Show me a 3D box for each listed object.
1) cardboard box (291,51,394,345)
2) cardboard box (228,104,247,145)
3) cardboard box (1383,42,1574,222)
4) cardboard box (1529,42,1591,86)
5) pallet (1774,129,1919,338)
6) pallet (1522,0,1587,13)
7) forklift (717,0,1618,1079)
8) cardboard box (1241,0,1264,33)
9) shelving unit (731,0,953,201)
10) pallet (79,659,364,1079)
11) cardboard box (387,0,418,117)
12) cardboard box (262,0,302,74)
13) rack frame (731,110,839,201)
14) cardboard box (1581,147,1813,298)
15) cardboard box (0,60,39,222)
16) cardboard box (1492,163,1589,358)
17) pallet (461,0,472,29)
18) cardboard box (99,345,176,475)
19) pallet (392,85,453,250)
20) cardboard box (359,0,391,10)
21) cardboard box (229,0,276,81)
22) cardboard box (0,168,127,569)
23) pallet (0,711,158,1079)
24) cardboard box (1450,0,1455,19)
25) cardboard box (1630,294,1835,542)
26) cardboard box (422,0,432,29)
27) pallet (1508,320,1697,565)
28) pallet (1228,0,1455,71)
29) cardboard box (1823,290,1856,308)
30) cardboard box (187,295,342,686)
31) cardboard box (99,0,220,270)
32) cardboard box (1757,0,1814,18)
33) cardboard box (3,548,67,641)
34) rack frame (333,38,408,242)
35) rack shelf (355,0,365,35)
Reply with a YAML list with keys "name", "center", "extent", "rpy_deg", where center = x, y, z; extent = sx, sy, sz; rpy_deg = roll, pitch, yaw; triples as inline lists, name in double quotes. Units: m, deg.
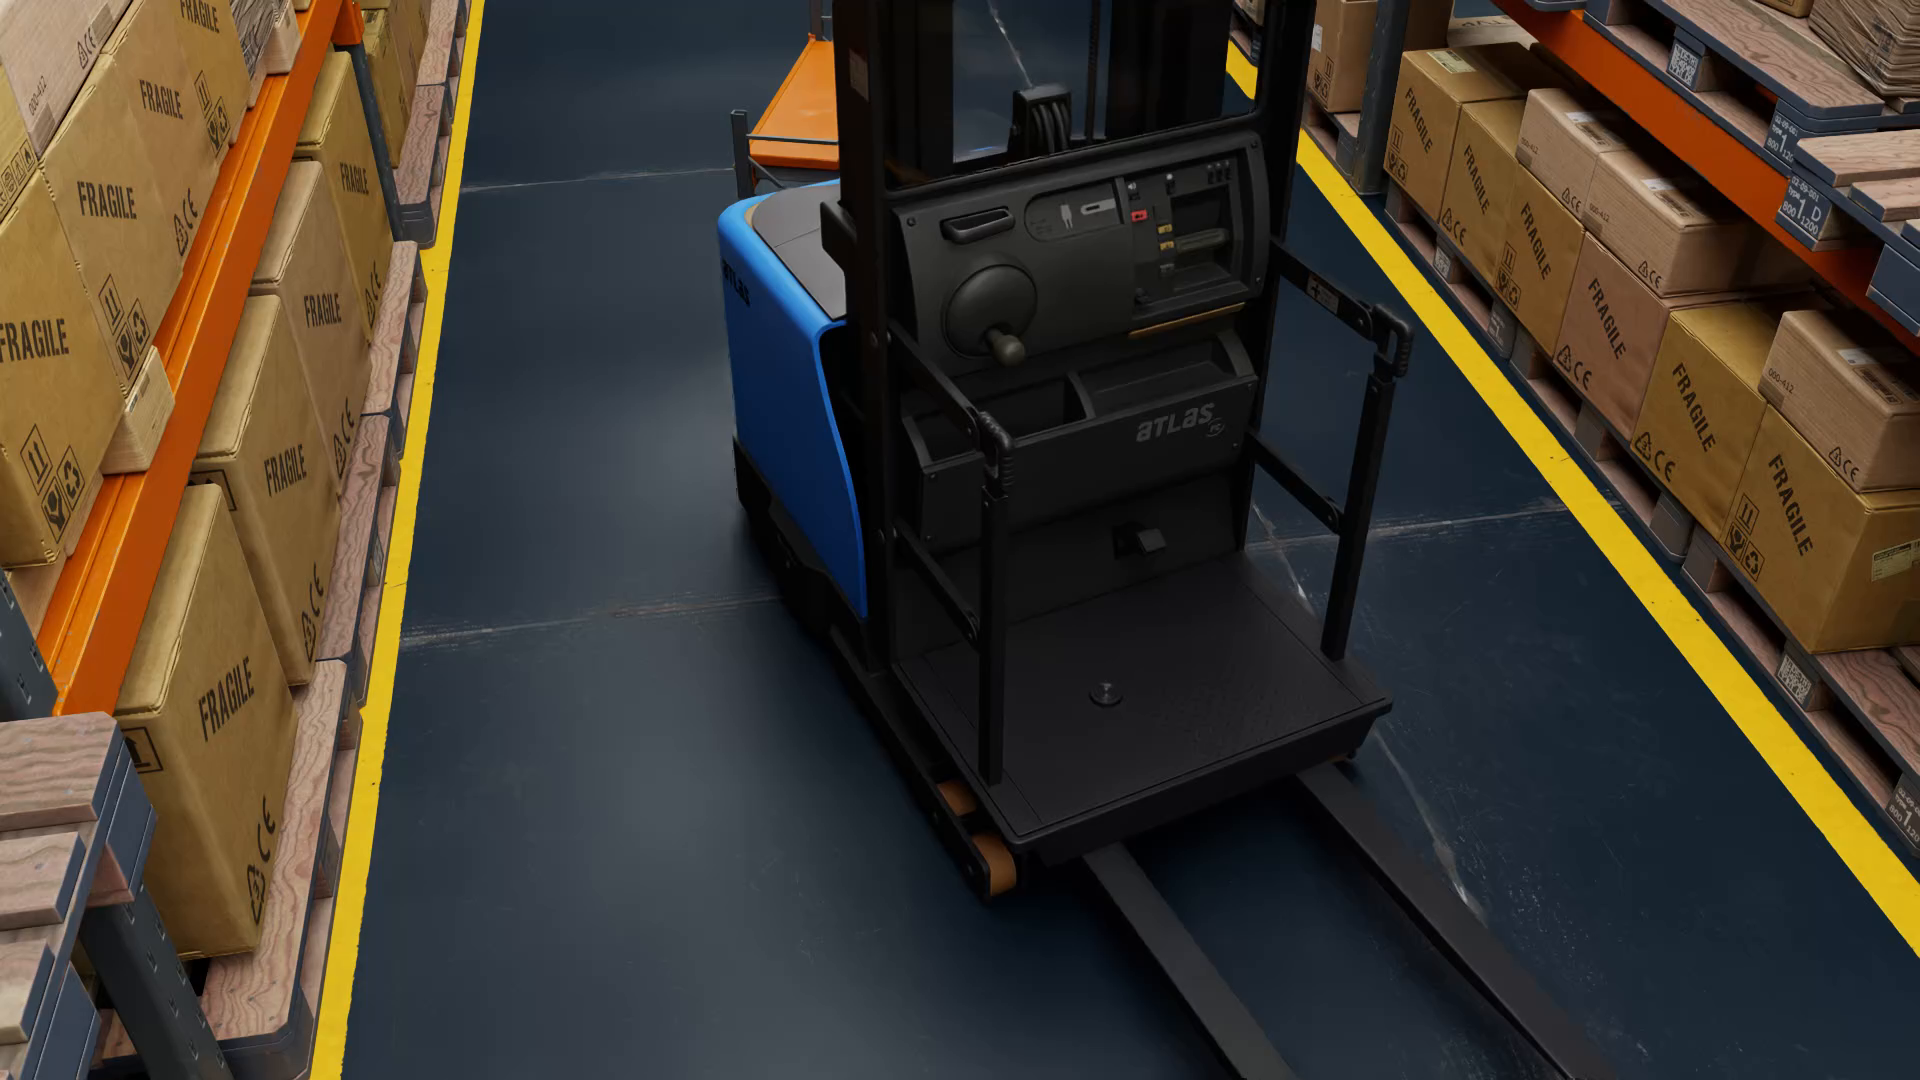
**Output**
- name: "cardboard box"
  center: [-2.438, -1.150, 5.695]
  extent: [0.750, 0.750, 0.750]
  rpy_deg: [-6, 38, -7]
- name: "cardboard box"
  center: [-2.163, -1.174, 4.505]
  extent: [0.380, 0.149, 0.250]
  rpy_deg: [-7, 38, -9]
- name: "cardboard box"
  center: [2.041, -1.615, 6.562]
  extent: [0.500, 0.500, 0.500]
  rpy_deg: [-8, 39, -10]
- name: "cardboard box"
  center: [2.565, -1.666, 6.628]
  extent: [0.500, 0.500, 0.500]
  rpy_deg: [-6, 38, -8]
- name: "pallet"
  center: [2.709, -0.656, 3.806]
  extent: [1.213, 0.211, 1.003]
  rpy_deg: [-6, 38, -8]
- name: "pallet"
  center: [2.229, -2.176, 5.763]
  extent: [1.003, 0.211, 1.213]
  rpy_deg: [-6, 38, -8]
- name: "forklift"
  center: [0.396, -0.590, 3.620]
  extent: [1.130, 2.935, 3.031]
  rpy_deg: [-17, 41, -20]
- name: "cardboard box"
  center: [1.685, -2.625, 8.017]
  extent: [0.500, 0.311, 0.500]
  rpy_deg: [-6, 38, -8]
- name: "shelving unit"
  center: [-0.371, -1.154, 5.819]
  extent: [0.538, 1.125, 1.048]
  rpy_deg: [6, 38, 7]
- name: "pallet"
  center: [-2.043, 0.822, 4.020]
  extent: [1.003, 0.211, 1.213]
  rpy_deg: [-6, 38, -8]
- name: "cardboard box"
  center: [-2.795, -2.156, 7.276]
  extent: [0.700, 0.500, 0.500]
  rpy_deg: [-7, 38, -8]
- name: "cardboard box"
  center: [-2.169, -1.482, 4.901]
  extent: [0.380, 0.149, 0.250]
  rpy_deg: [-6, 38, -8]
- name: "rack frame"
  center: [-0.454, -0.847, 5.423]
  extent: [0.500, 1.125, 0.032]
  rpy_deg: [6, 38, 7]
- name: "cardboard box"
  center: [2.305, -1.004, 5.165]
  extent: [0.500, 0.250, 0.500]
  rpy_deg: [-7, 38, -9]
- name: "cardboard box"
  center: [-1.810, -0.576, 2.594]
  extent: [0.500, 0.250, 0.500]
  rpy_deg: [-5, 38, -7]
- name: "cardboard box"
  center: [2.226, -0.991, 5.759]
  extent: [0.500, 0.500, 0.500]
  rpy_deg: [-6, 38, -7]
- name: "pallet"
  center: [-3.164, -3.051, 9.006]
  extent: [1.003, 0.211, 1.213]
  rpy_deg: [-6, 38, -8]
- name: "cardboard box"
  center: [-1.807, -0.250, 3.316]
  extent: [0.380, 0.149, 0.250]
  rpy_deg: [-5, 38, -7]
- name: "pallet"
  center: [-2.736, -1.578, 7.109]
  extent: [1.003, 0.211, 1.213]
  rpy_deg: [-6, 38, -8]
- name: "cardboard box"
  center: [-2.591, -2.335, 6.977]
  extent: [0.380, 0.149, 0.250]
  rpy_deg: [-5, 38, -6]
- name: "cardboard box"
  center: [-2.172, -1.513, 4.412]
  extent: [0.500, 0.500, 0.500]
  rpy_deg: [-6, 38, -8]
- name: "cardboard box"
  center: [-1.812, -0.281, 2.826]
  extent: [0.500, 0.500, 0.500]
  rpy_deg: [-5, 38, -7]
- name: "pallet"
  center: [-1.749, 0.700, 2.061]
  extent: [1.213, 0.211, 1.003]
  rpy_deg: [-6, 38, -8]
- name: "cardboard box"
  center: [2.174, -2.599, 8.102]
  extent: [0.380, 0.166, 0.250]
  rpy_deg: [-6, 38, -8]
- name: "cardboard box"
  center: [2.412, -0.369, 4.959]
  extent: [0.500, 0.500, 0.500]
  rpy_deg: [-8, 38, -10]
- name: "cardboard box"
  center: [-2.984, -2.788, 8.089]
  extent: [0.700, 0.500, 0.500]
  rpy_deg: [-7, 38, -9]
- name: "pallet"
  center: [2.593, -0.419, 5.618]
  extent: [1.003, 0.211, 1.213]
  rpy_deg: [-6, 38, -8]
- name: "pallet"
  center: [1.859, -2.798, 8.680]
  extent: [1.003, 0.211, 1.213]
  rpy_deg: [-6, 38, -8]
- name: "cardboard box"
  center: [2.919, -0.442, 5.052]
  extent: [0.500, 0.500, 0.500]
  rpy_deg: [-7, 38, -9]
- name: "cardboard box"
  center: [-2.126, -0.100, 4.344]
  extent: [0.750, 0.750, 0.750]
  rpy_deg: [-6, 38, -8]
- name: "cardboard box"
  center: [-1.981, -0.898, 3.621]
  extent: [0.500, 0.500, 0.500]
  rpy_deg: [-6, 38, -8]
- name: "cardboard box"
  center: [2.567, -1.891, 4.815]
  extent: [0.700, 0.500, 0.500]
  rpy_deg: [-16, 41, -19]
- name: "cardboard box"
  center: [-1.809, 0.072, 2.900]
  extent: [0.380, 0.149, 0.250]
  rpy_deg: [-7, 38, -9]
- name: "rack frame"
  center: [-2.680, -2.211, 5.651]
  extent: [1.000, 3.000, 0.127]
  rpy_deg: [-6, 38, -8]
- name: "rack shelf"
  center: [-3.031, -3.135, 7.427]
  extent: [1.077, 0.370, 4.000]
  rpy_deg: [-6, 38, -8]
